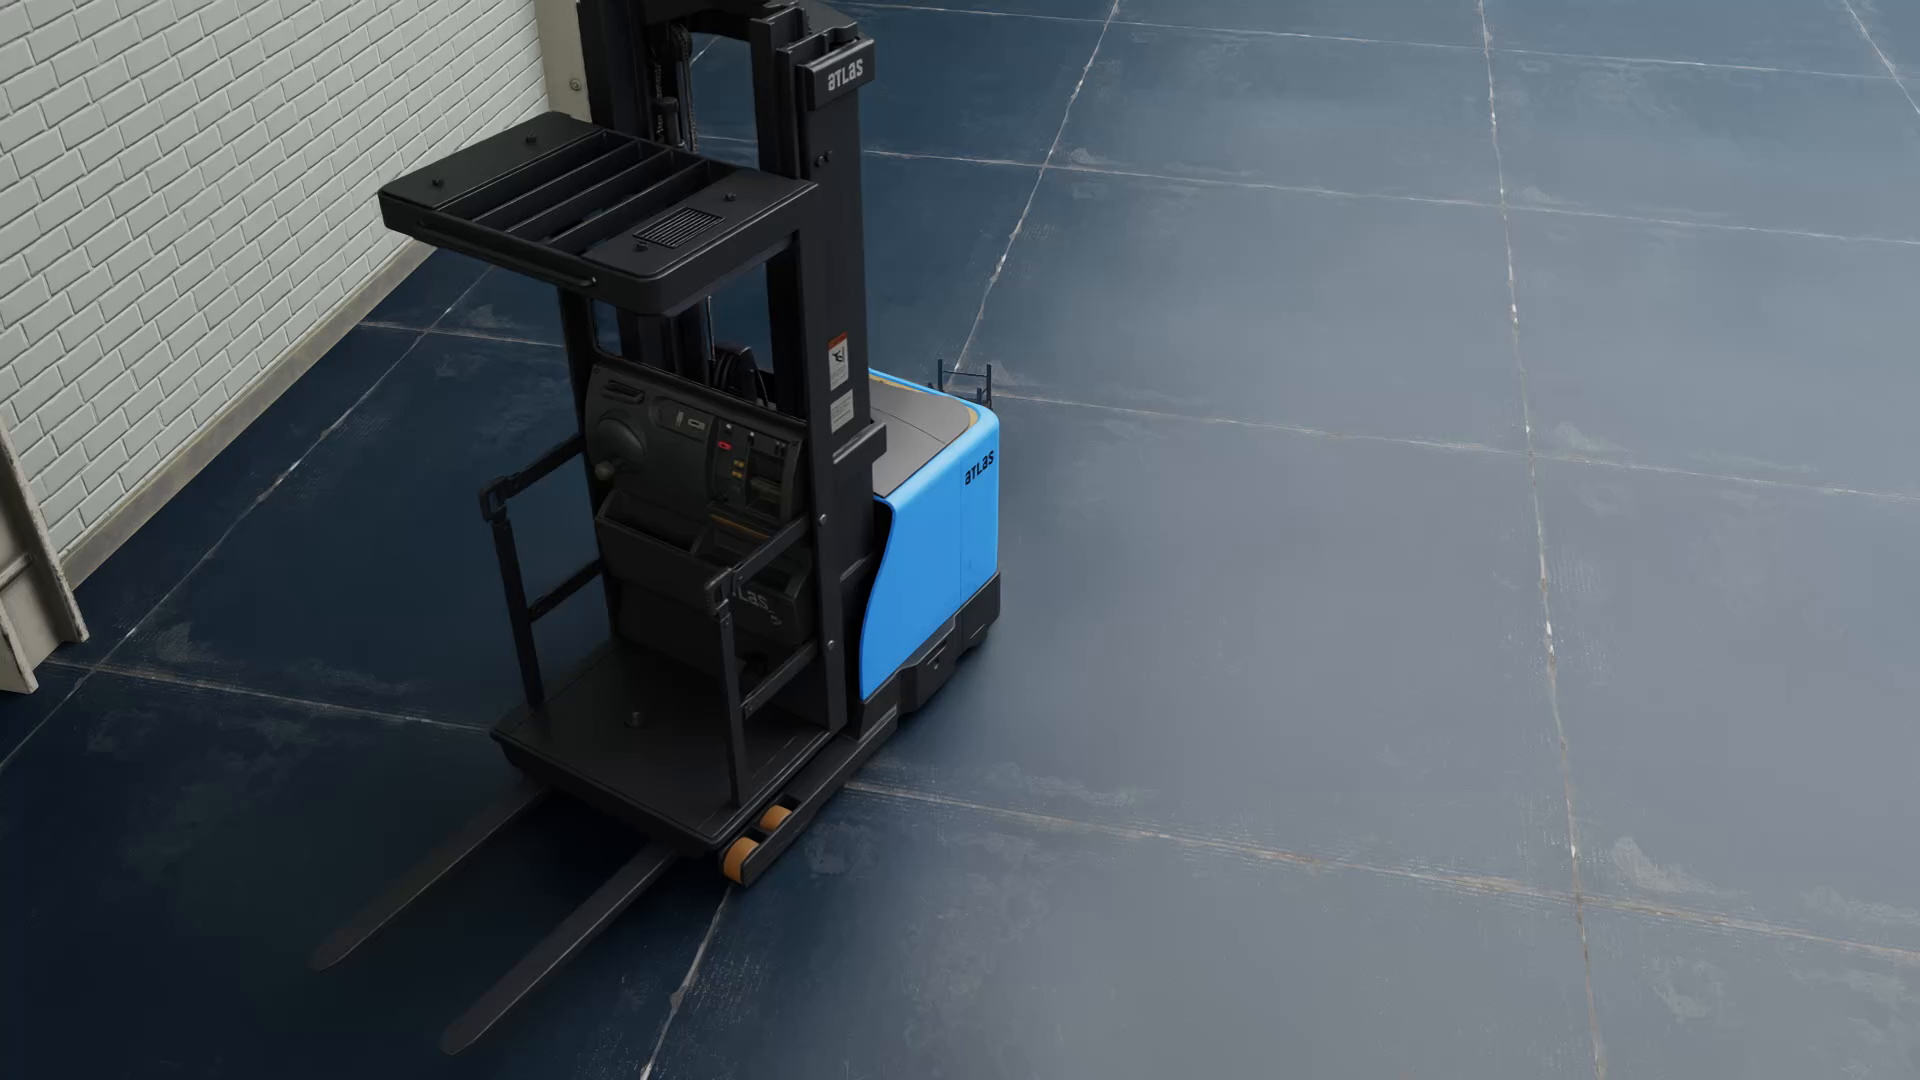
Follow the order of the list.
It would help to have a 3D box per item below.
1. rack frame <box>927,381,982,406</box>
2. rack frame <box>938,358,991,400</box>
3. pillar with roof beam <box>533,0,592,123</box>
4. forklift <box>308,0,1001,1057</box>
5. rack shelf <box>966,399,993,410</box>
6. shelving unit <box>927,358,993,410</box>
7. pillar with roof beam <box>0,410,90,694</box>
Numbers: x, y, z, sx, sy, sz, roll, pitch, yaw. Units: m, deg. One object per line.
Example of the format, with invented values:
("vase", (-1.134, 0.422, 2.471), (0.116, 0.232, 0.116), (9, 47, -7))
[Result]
("rack frame", (-0.023, -0.301, 7.399), (0.240, 0.900, 0.006), (7, 37, 10))
("rack frame", (0.020, -0.418, 7.560), (0.240, 0.900, 0.006), (7, 37, 10))
("pillar with roof beam", (1.538, -6.040, 8.416), (9.100, 9.000, 0.400), (7, 37, 10))
("forklift", (-1.045, -0.257, 5.607), (1.130, 2.935, 3.031), (21, 41, 26))
("rack shelf", (-0.002, -0.551, 7.341), (0.258, 0.077, 0.200), (7, 37, 10))
("shelving unit", (-0.002, -0.360, 7.479), (0.258, 0.900, 0.210), (7, 37, 10))
("pillar with roof beam", (0.256, -2.601, 3.670), (9.100, 9.000, 0.400), (7, 37, 10))
